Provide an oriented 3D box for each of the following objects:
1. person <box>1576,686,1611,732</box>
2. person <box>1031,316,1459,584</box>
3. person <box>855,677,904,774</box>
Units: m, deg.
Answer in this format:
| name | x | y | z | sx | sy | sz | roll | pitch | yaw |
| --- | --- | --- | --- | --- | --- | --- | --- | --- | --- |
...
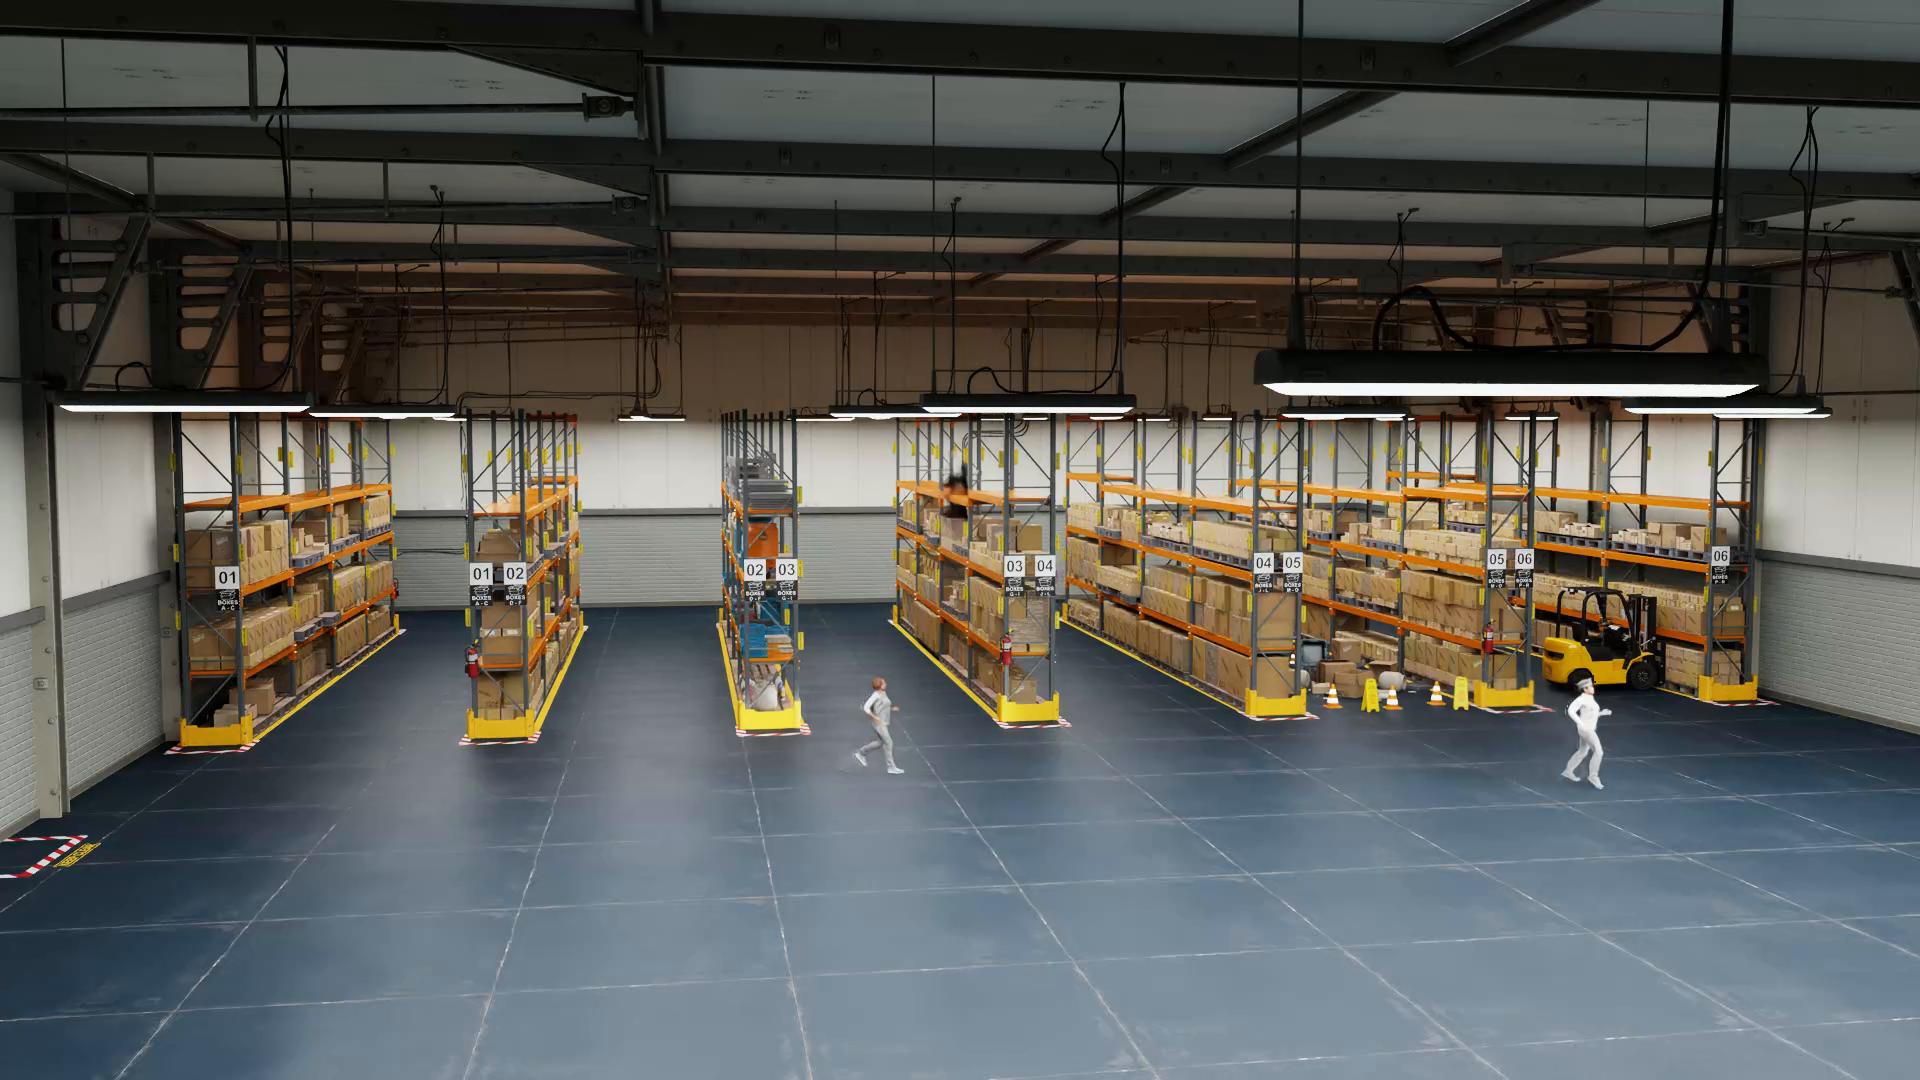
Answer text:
| name | x | y | z | sx | sy | sz | roll | pitch | yaw |
| --- | --- | --- | --- | --- | --- | --- | --- | --- | --- |
| person | 9.987 | 2.607 | 26.195 | 0.503 | 0.785 | 0.432 | 2 | 4 | 27 |
| person | 9.175 | -2.370 | 50.937 | 12.594 | 8.916 | 11.615 | 1 | 4 | 16 |
| person | -1.326 | 3.022 | 27.200 | 0.864 | 1.575 | 0.544 | 1 | 4 | 14 |
